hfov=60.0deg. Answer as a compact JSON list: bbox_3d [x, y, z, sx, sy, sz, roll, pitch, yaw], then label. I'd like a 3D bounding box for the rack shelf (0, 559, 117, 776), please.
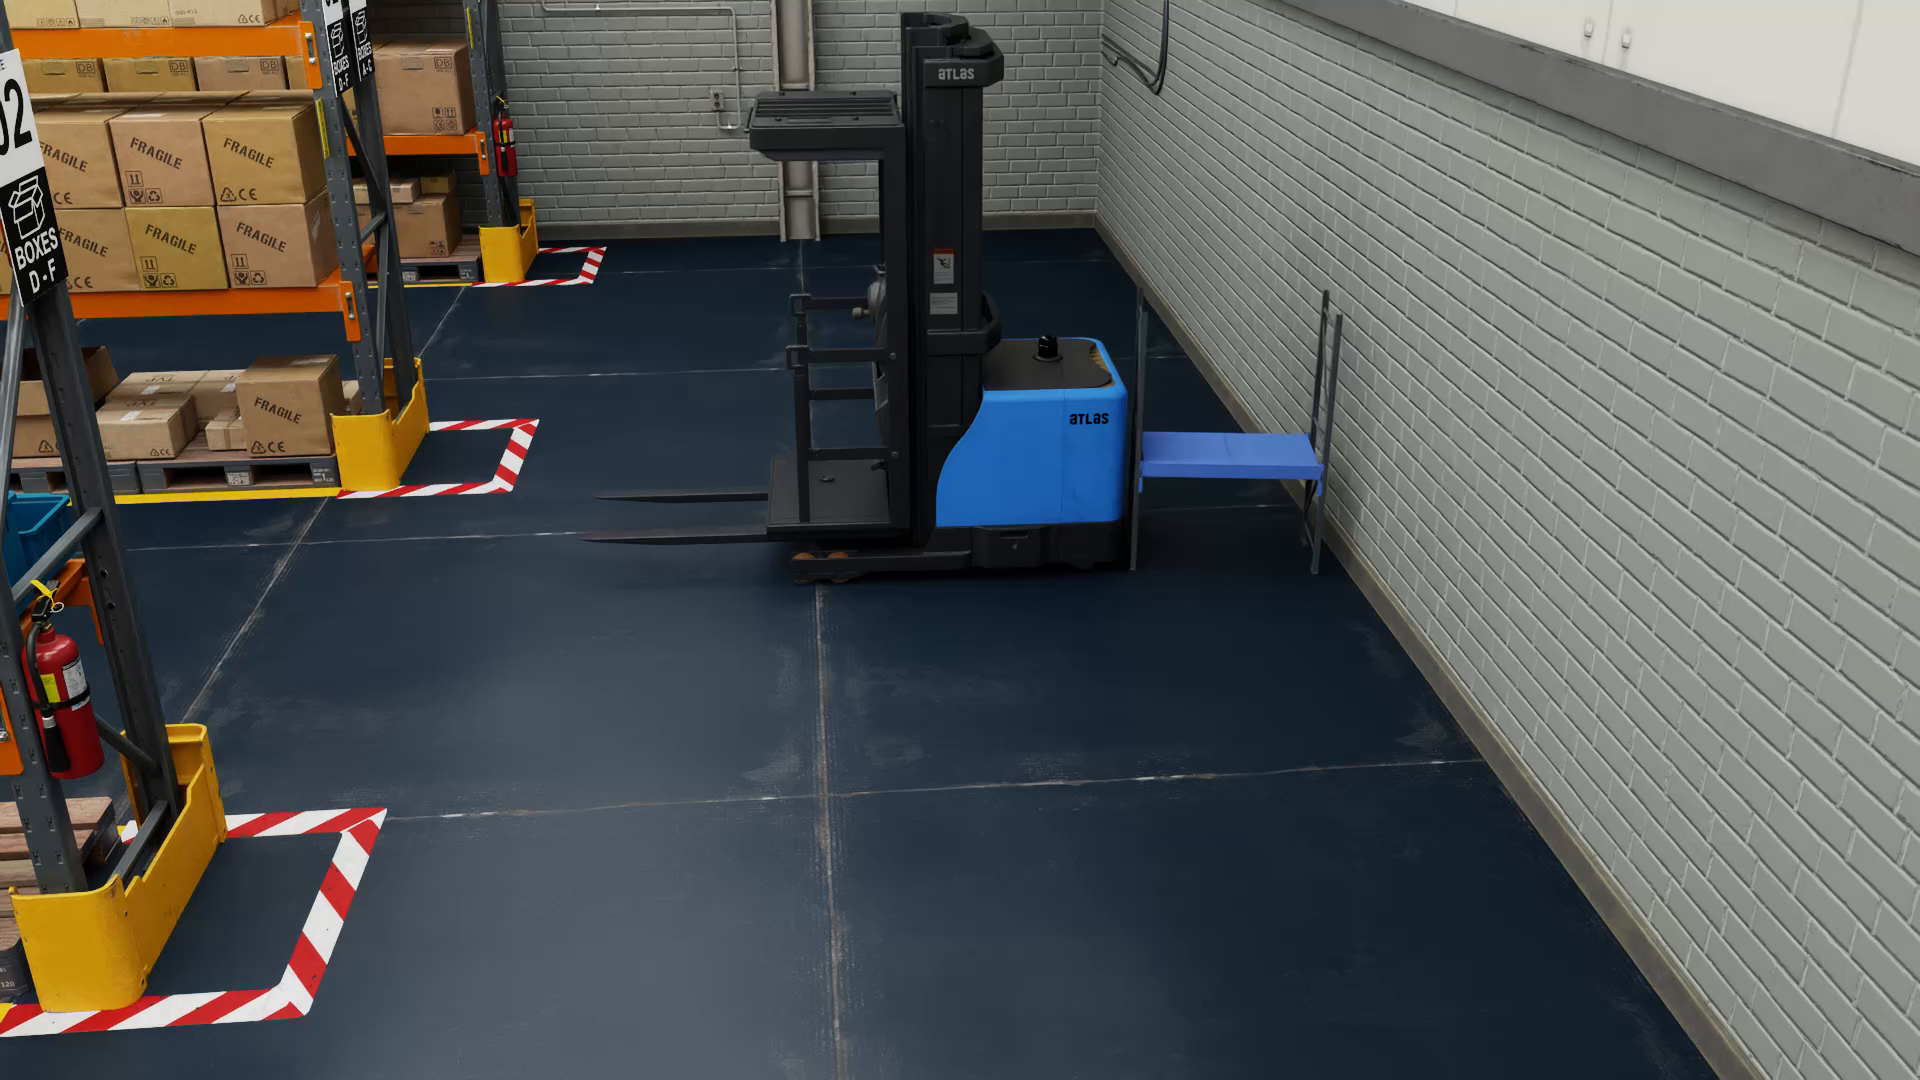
[{"bbox_3d":[-5.203,0.496,5.828,4.000,0.370,1.077,-2,24,-5],"label":"rack shelf"}]

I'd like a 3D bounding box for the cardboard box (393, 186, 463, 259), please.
[{"bbox_3d":[-4.873,-2.899,15.139,0.500,0.500,0.700,-2,24,-5],"label":"cardboard box"}]

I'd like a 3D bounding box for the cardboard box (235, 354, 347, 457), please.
[{"bbox_3d":[-4.213,-0.853,10.512,0.500,0.500,0.500,-2,24,-5],"label":"cardboard box"}]

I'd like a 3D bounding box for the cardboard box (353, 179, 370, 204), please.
[{"bbox_3d":[-5.237,-3.106,14.807,0.250,0.149,0.380,-2,24,-4],"label":"cardboard box"}]

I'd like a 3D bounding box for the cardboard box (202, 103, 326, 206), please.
[{"bbox_3d":[-4.112,-2.289,9.853,0.500,0.500,0.500,-3,24,-6],"label":"cardboard box"}]

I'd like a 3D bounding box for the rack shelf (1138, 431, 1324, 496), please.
[{"bbox_3d":[1.495,-0.440,9.337,1.000,0.185,0.538,1,24,3],"label":"rack shelf"}]

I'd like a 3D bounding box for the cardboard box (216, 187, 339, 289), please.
[{"bbox_3d":[-4.115,-1.833,10.058,0.500,0.500,0.500,-2,24,-4],"label":"cardboard box"}]

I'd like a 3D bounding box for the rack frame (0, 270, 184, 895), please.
[{"bbox_3d":[-3.213,0.087,5.861,0.127,3.000,1.000,-2,24,-5],"label":"rack frame"}]

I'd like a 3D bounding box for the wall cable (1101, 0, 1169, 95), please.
[{"bbox_3d":[1.477,-5.321,14.466,0.112,2.526,3.097,-2,24,-5],"label":"wall cable"}]

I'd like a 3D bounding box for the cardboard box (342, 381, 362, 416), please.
[{"bbox_3d":[-4.146,-0.936,11.131,0.250,0.149,0.380,-2,24,-5],"label":"cardboard box"}]

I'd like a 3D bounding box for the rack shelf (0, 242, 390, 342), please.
[{"bbox_3d":[-5.686,-1.507,10.333,4.000,0.370,1.077,-2,24,-5],"label":"rack shelf"}]

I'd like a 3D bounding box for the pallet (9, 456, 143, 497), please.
[{"bbox_3d":[-5.776,-0.558,10.747,1.213,0.211,1.003,-2,24,-5],"label":"pallet"}]

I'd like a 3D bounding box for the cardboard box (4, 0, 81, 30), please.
[{"bbox_3d":[-5.176,-3.050,9.410,0.500,0.250,0.500,-2,24,-5],"label":"cardboard box"}]

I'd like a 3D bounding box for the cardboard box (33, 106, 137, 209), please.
[{"bbox_3d":[-5.130,-2.246,9.756,0.500,0.500,0.500,-2,24,-4],"label":"cardboard box"}]

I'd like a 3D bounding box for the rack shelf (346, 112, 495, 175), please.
[{"bbox_3d":[-6.177,-3.509,14.837,4.000,0.370,1.077,-2,24,-5],"label":"rack shelf"}]

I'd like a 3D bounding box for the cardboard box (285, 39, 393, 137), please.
[{"bbox_3d":[-5.416,-3.997,14.679,0.700,0.700,0.980,-2,24,-6],"label":"cardboard box"}]

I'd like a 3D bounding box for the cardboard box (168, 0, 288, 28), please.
[{"bbox_3d":[-4.181,-3.090,9.501,0.500,0.250,0.500,-2,24,-5],"label":"cardboard box"}]

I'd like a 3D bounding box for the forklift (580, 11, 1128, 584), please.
[{"bbox_3d":[-0.621,-1.321,9.113,3.031,2.935,1.130,-2,24,-4],"label":"forklift"}]

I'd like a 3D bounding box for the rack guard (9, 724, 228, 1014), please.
[{"bbox_3d":[-3.190,1.223,6.383,0.348,0.500,1.175,-2,24,-5],"label":"rack guard"}]

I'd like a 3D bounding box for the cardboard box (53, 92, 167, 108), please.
[{"bbox_3d":[-5.181,-2.465,10.248,0.500,0.500,0.500,-2,24,-4],"label":"cardboard box"}]

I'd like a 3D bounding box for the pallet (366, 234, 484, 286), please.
[{"bbox_3d":[-4.974,-2.580,15.294,1.213,0.211,1.003,-2,24,-5],"label":"pallet"}]

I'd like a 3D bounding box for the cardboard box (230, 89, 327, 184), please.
[{"bbox_3d":[-4.163,-2.507,10.343,0.500,0.500,0.500,-2,24,-4],"label":"cardboard box"}]

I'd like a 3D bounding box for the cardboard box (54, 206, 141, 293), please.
[{"bbox_3d":[-5.128,-1.793,9.968,0.500,0.500,0.500,-2,24,-5],"label":"cardboard box"}]

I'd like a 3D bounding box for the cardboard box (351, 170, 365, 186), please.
[{"bbox_3d":[-5.522,-3.251,15.132,0.250,0.149,0.380,-2,24,-5],"label":"cardboard box"}]

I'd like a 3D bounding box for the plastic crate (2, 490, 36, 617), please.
[{"bbox_3d":[-3.528,0.132,5.642,0.499,0.435,0.616,-2,24,-5],"label":"plastic crate"}]

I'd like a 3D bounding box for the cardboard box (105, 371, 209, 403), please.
[{"bbox_3d":[-5.260,-0.913,10.955,0.500,0.250,0.500,-2,24,-5],"label":"cardboard box"}]

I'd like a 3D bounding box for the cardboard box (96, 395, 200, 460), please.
[{"bbox_3d":[-5.161,-0.713,10.504,0.500,0.250,0.500,-2,24,-5],"label":"cardboard box"}]

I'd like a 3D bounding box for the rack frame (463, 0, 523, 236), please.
[{"bbox_3d":[-4.186,-3.917,14.871,0.127,3.000,1.000,-2,24,-5],"label":"rack frame"}]

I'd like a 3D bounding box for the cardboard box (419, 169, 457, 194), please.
[{"bbox_3d":[-4.769,-3.281,15.200,0.250,0.149,0.380,-2,24,-5],"label":"cardboard box"}]

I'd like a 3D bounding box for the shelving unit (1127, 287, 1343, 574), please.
[{"bbox_3d":[1.495,-0.604,9.263,1.048,1.500,0.538,1,24,3],"label":"shelving unit"}]

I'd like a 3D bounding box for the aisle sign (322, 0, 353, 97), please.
[{"bbox_3d":[-3.598,-2.982,9.566,0.004,0.787,0.394,-2,24,-5],"label":"aisle sign"}]

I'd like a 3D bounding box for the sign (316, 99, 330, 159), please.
[{"bbox_3d":[-3.661,-2.364,9.560,0.005,0.325,0.100,-2,24,-5],"label":"sign"}]

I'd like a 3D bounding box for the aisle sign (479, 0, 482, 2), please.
[{"bbox_3d":[-4.085,-4.987,14.076,0.004,0.787,0.394,-2,24,-5],"label":"aisle sign"}]

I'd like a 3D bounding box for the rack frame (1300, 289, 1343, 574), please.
[{"bbox_3d":[2.003,-0.594,9.240,0.032,1.500,0.500,1,24,3],"label":"rack frame"}]

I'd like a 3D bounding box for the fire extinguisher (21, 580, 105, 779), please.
[{"bbox_3d":[-3.018,0.470,5.553,0.183,0.674,0.296,-2,24,-5],"label":"fire extinguisher"}]

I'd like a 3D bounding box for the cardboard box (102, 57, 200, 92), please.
[{"bbox_3d":[-6.899,-3.937,14.545,0.700,0.700,0.980,-3,24,-6],"label":"cardboard box"}]
